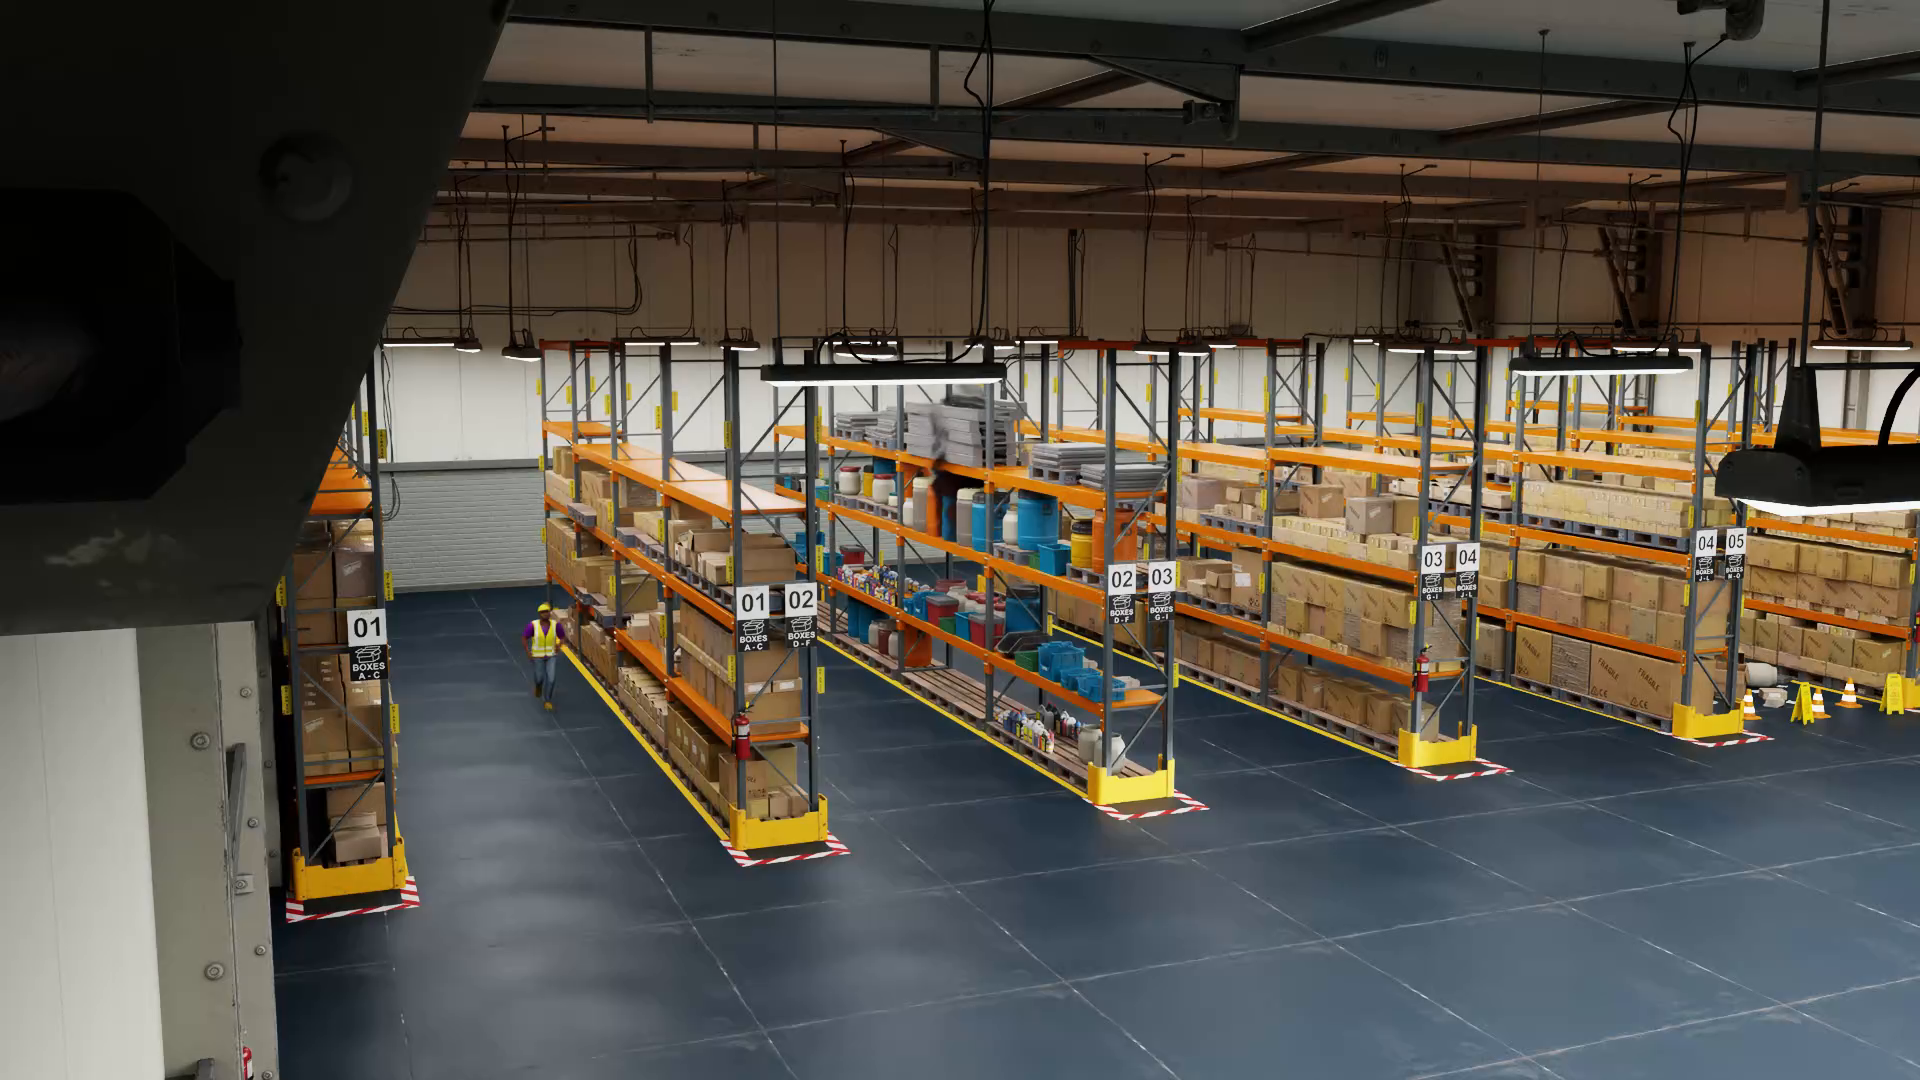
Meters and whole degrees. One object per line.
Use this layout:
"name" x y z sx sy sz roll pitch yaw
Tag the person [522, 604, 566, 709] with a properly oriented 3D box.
"person" -6.870 1.914 27.502 0.703 1.724 0.610 -3 8 -19
